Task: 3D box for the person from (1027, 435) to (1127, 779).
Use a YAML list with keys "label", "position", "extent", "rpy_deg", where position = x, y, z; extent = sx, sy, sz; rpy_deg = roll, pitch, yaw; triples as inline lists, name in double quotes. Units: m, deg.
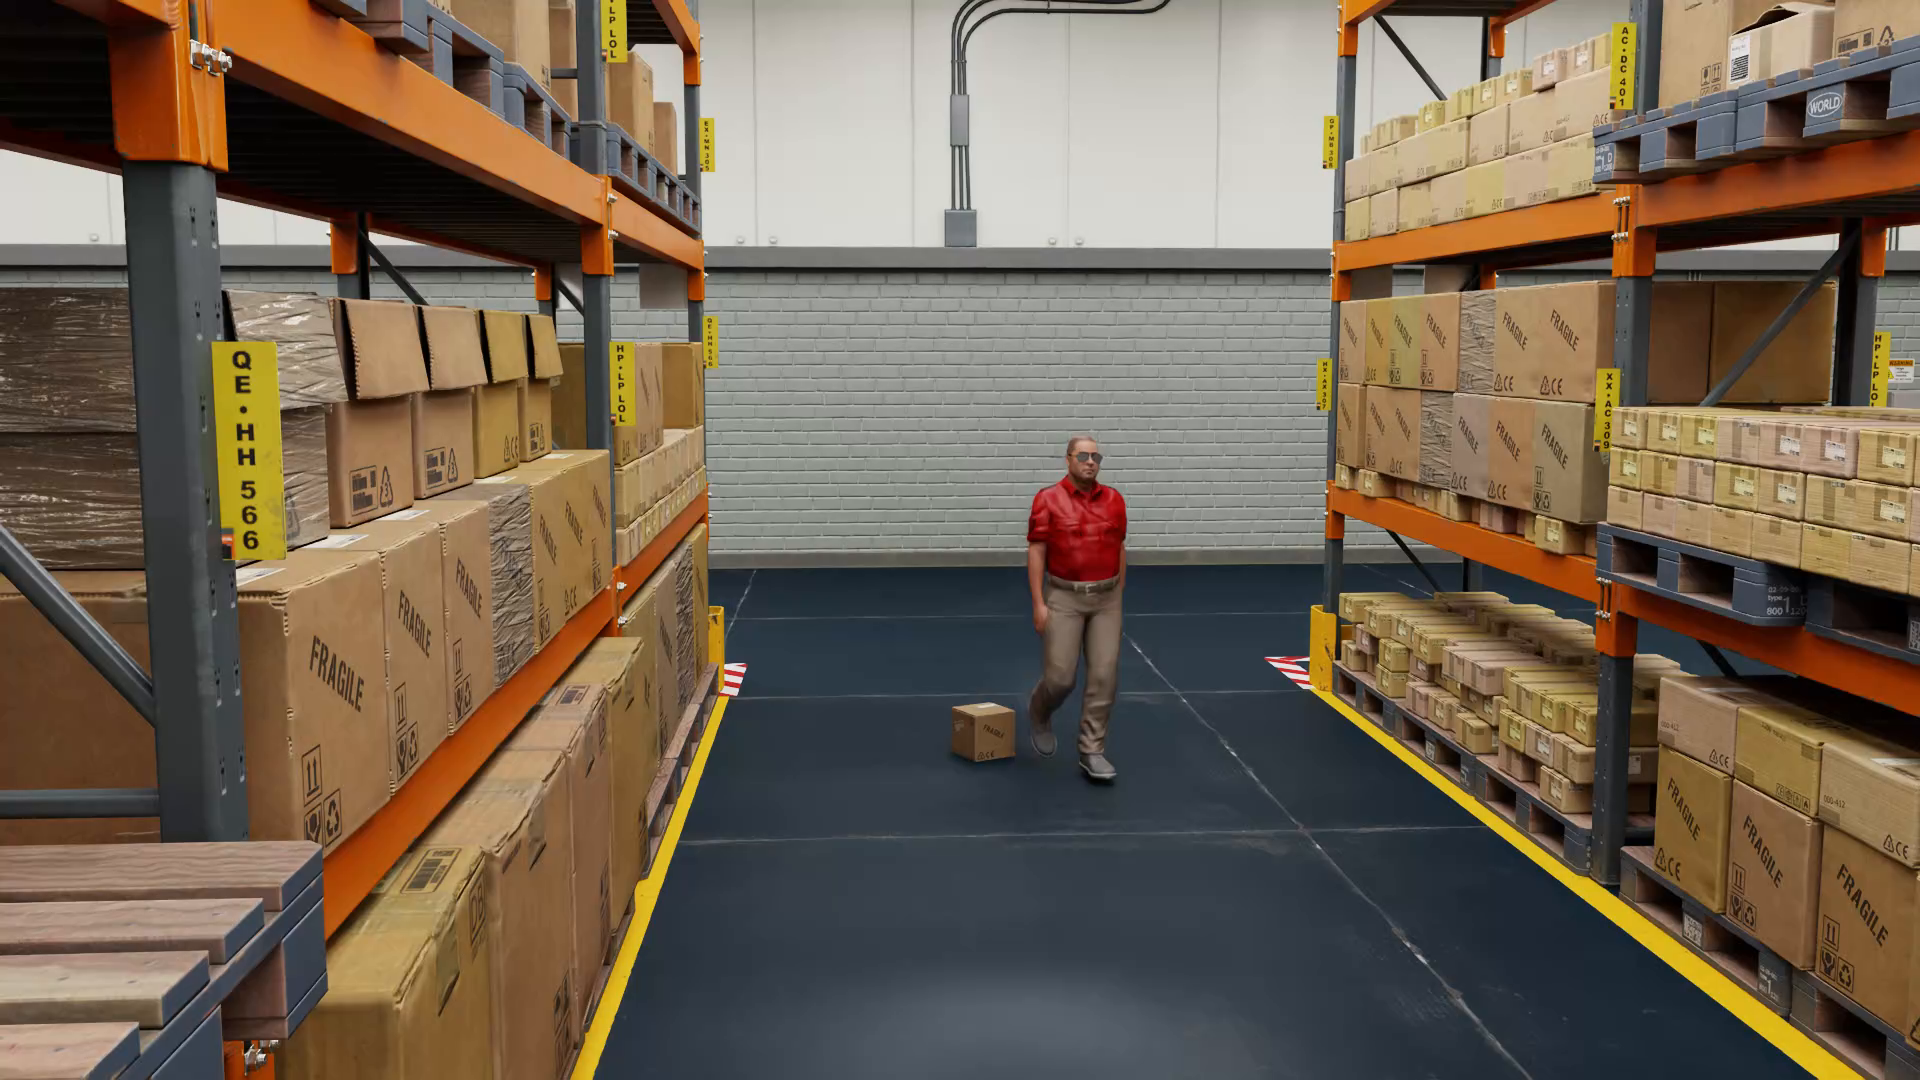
- label: "person"
  position: [0.599, 0.321, 8.473]
  extent: [0.539, 1.707, 0.646]
  rpy_deg: [-2, 7, -18]
